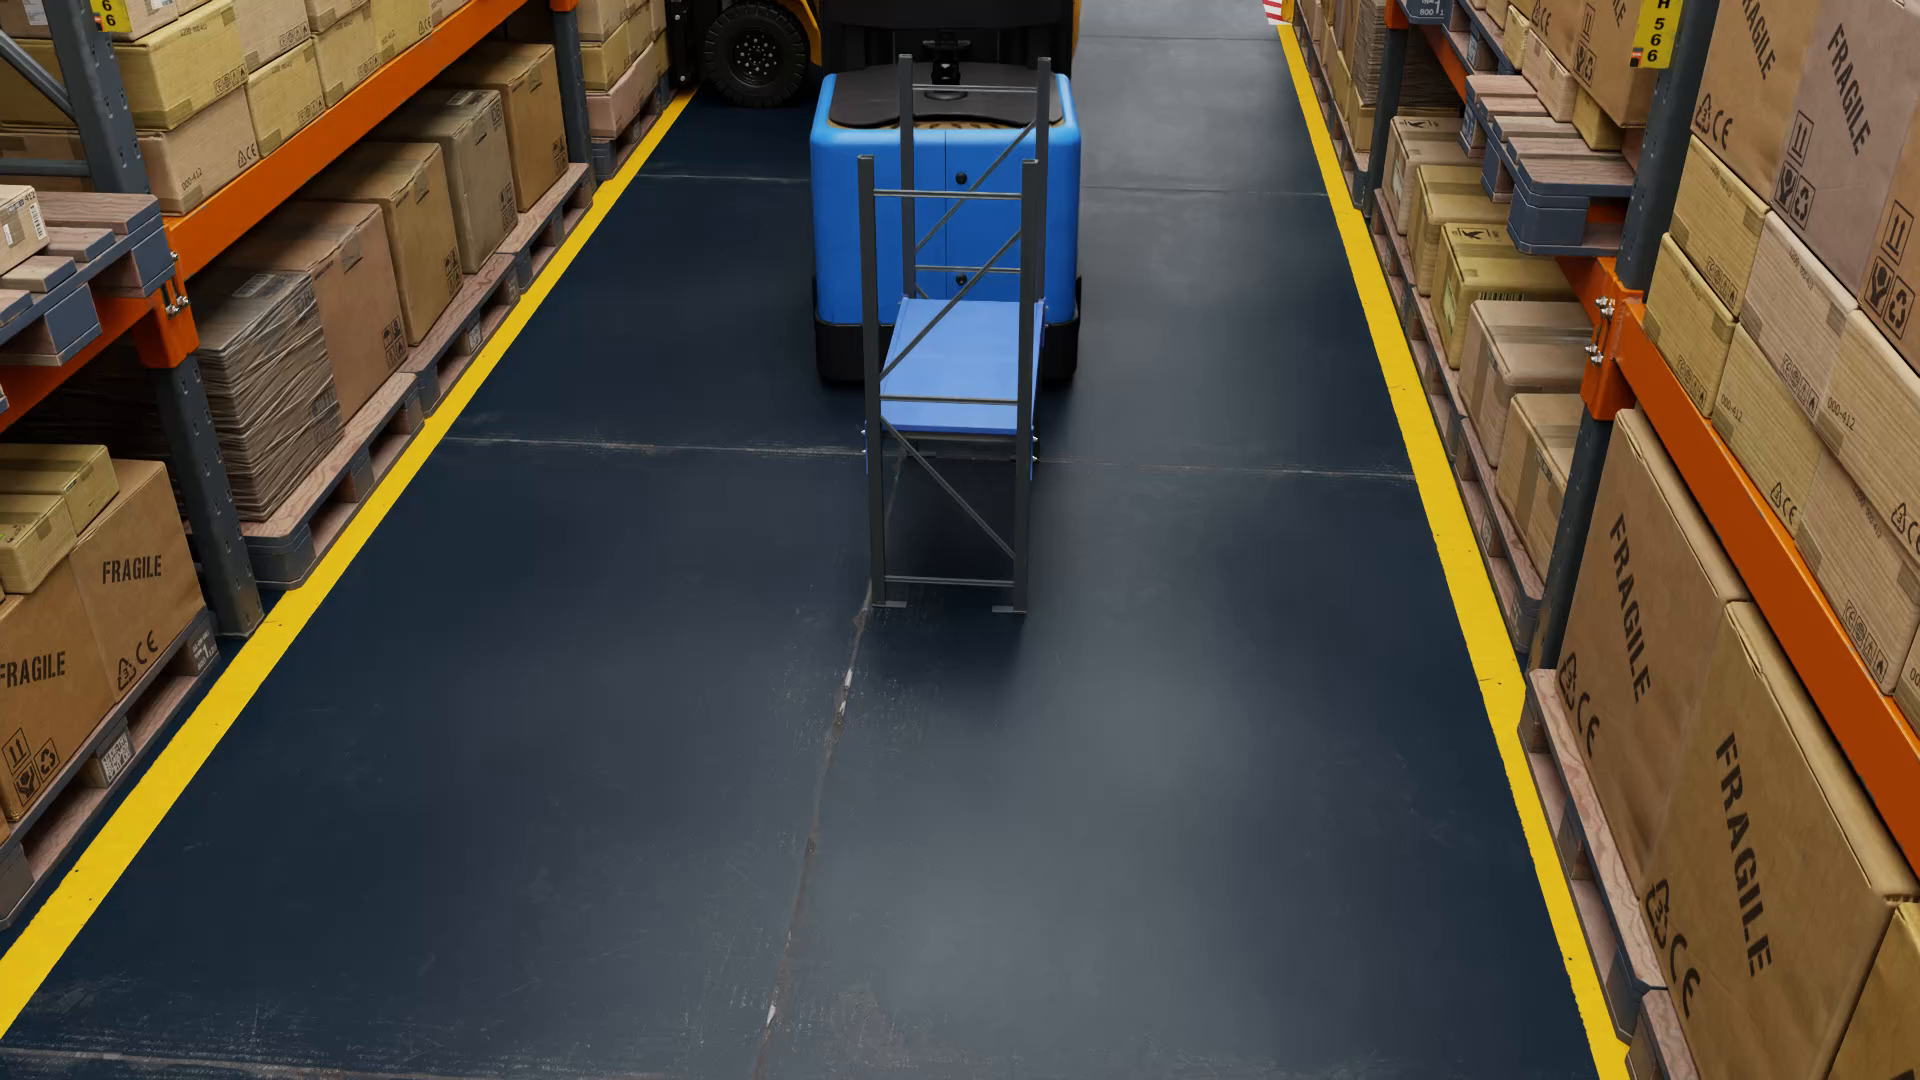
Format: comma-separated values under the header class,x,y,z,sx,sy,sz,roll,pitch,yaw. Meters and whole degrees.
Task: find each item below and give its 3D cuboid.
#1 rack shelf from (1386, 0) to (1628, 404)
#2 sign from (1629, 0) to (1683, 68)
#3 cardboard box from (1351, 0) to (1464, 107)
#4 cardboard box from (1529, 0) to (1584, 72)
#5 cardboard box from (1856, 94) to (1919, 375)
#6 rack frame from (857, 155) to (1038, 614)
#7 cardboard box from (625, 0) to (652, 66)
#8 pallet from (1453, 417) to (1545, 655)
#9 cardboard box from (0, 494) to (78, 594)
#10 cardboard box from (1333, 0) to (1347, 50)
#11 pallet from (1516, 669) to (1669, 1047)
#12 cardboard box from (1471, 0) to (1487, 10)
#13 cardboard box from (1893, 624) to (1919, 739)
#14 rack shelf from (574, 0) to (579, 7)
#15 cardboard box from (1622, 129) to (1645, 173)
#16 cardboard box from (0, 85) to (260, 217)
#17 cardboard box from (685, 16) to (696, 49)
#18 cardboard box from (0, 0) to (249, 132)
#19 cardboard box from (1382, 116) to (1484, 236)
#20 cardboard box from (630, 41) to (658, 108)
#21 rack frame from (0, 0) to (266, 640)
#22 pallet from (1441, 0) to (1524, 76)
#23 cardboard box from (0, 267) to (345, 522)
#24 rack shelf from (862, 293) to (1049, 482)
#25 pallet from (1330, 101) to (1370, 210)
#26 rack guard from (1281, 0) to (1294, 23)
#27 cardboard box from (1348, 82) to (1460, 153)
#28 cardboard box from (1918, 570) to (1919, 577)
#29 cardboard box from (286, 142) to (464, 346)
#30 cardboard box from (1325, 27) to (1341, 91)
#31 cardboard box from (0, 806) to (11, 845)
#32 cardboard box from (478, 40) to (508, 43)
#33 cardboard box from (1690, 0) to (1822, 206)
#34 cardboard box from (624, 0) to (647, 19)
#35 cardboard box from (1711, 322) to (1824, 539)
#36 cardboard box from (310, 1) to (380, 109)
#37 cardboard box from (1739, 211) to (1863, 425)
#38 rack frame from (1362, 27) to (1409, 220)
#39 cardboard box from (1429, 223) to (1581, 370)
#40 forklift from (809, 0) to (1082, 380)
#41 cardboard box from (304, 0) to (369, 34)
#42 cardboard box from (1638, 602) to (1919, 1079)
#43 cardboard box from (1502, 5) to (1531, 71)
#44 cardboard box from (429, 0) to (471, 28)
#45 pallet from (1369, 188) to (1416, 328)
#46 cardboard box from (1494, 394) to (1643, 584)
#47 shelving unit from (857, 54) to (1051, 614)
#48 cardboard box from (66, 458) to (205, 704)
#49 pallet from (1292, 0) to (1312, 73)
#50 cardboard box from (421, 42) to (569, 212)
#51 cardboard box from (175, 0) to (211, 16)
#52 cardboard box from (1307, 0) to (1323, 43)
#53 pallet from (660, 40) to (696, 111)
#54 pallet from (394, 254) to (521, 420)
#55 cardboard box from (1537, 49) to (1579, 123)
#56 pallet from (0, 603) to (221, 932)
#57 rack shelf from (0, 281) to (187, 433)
class,x,y,z,sx,sy,sz,roll,pitch,yaw
rack shelf,2.376,-1.545,6.084,1.077,0.370,4.000,2,32,4
sign,1.672,-1.283,3.945,0.100,0.325,0.005,2,32,4
cardboard box,2.320,-2.545,8.527,0.500,0.500,0.500,2,32,3
cardboard box,2.005,-1.674,4.828,0.500,0.500,0.500,2,32,3
cardboard box,1.841,-0.497,2.648,0.500,0.500,0.500,3,32,5
rack frame,-0.034,-0.417,4.998,0.500,1.500,0.032,2,32,4
cardboard box,-2.022,-2.831,9.229,0.500,0.250,0.500,2,32,4
pallet,2.279,-0.027,5.592,1.003,0.211,1.213,2,32,4
cardboard box,-2.513,0.007,4.244,0.380,0.149,0.250,1,32,1
cardboard box,2.400,-3.078,9.392,0.500,0.500,0.500,4,32,7
pallet,2.074,0.791,4.266,1.003,0.211,1.213,2,32,4
cardboard box,2.045,-2.013,5.997,0.380,0.149,0.250,4,32,6
cardboard box,1.813,0.305,2.539,0.500,0.250,0.500,2,32,4
rack shelf,-2.246,-3.847,9.819,1.077,0.370,4.000,2,32,4
cardboard box,2.006,-1.059,4.448,0.380,0.149,0.250,4,32,6
cardboard box,-2.454,-1.173,4.938,0.500,0.250,0.500,3,32,4
cardboard box,-1.926,-3.154,10.230,0.500,0.250,0.500,3,32,6
cardboard box,-2.430,-1.385,4.805,0.500,0.250,0.500,2,32,4
cardboard box,2.499,-1.683,7.726,0.950,0.372,0.625,3,32,5
cardboard box,-2.013,-2.620,9.363,0.500,0.250,0.500,2,32,3
rack frame,-2.734,-1.016,4.539,1.000,3.000,0.127,2,32,4
pallet,2.334,-1.761,5.931,1.003,0.211,1.213,2,32,4
cardboard box,-2.670,-0.509,5.580,0.875,0.625,0.625,3,32,6
rack shelf,0.007,-0.530,5.523,0.538,0.185,1.000,2,32,4
pallet,2.559,-2.063,8.896,1.003,0.211,1.213,2,32,4
rack guard,2.859,-3.885,11.577,1.175,0.500,0.348,2,32,4
cardboard box,2.319,-2.226,8.723,0.500,0.250,0.500,4,32,6
cardboard box,1.776,0.095,2.403,0.500,0.250,0.500,3,32,5
cardboard box,-2.570,-1.203,6.706,0.875,0.625,0.625,1,32,2
cardboard box,2.399,-2.770,9.607,0.500,0.250,0.500,3,32,5
cardboard box,-2.645,0.635,3.843,0.500,0.500,0.500,4,32,6
cardboard box,-2.573,-2.592,8.840,0.500,0.250,0.500,2,32,3
cardboard box,1.930,-1.026,3.508,0.500,0.500,0.500,1,32,2
cardboard box,-2.005,-3.048,9.104,0.500,0.250,0.500,3,32,4
cardboard box,1.899,-0.227,3.403,0.500,0.250,0.500,2,32,3
cardboard box,-2.374,-1.706,5.802,0.500,0.250,0.500,1,32,2
cardboard box,1.883,-0.430,3.255,0.500,0.250,0.500,3,32,5
rack frame,2.539,-2.897,7.592,1.000,3.000,0.127,2,32,4
cardboard box,2.389,-0.943,6.526,0.950,0.372,0.625,3,32,6
forklift,-0.060,-2.620,7.207,1.130,2.935,3.031,0,32,0
cardboard box,-2.352,-1.921,5.674,0.500,0.250,0.500,2,32,3
cardboard box,1.998,0.744,3.308,0.875,0.875,0.875,3,32,5
cardboard box,1.968,-1.612,5.345,0.380,0.149,0.250,3,32,5
cardboard box,-2.295,-2.247,6.680,0.500,0.250,0.500,3,32,4
pallet,2.477,-1.303,7.663,1.003,0.211,1.213,2,32,4
cardboard box,2.269,-0.161,5.256,0.950,0.372,0.625,0,32,1
shelving unit,0.007,-0.683,5.429,0.538,1.500,1.048,2,32,4
cardboard box,-2.554,0.100,4.711,0.500,0.500,0.500,3,32,5
pallet,2.757,-3.339,10.966,1.003,0.211,1.213,2,32,4
cardboard box,-2.440,-2.002,8.002,0.875,0.625,0.625,4,32,6
cardboard box,-2.394,-1.628,4.819,0.380,0.149,0.250,3,32,5
cardboard box,2.474,-3.320,10.499,0.500,0.250,0.500,4,32,6
pallet,-2.205,-2.974,10.374,1.003,0.211,1.213,2,32,4
pallet,-2.526,-0.893,6.999,1.003,0.211,1.213,2,32,4
cardboard box,1.931,-1.336,4.897,0.380,0.149,0.250,2,32,4
pallet,-2.833,0.560,4.640,1.003,0.211,1.213,2,32,4
rack shelf,-2.897,0.337,3.031,1.077,0.370,4.000,2,32,4
